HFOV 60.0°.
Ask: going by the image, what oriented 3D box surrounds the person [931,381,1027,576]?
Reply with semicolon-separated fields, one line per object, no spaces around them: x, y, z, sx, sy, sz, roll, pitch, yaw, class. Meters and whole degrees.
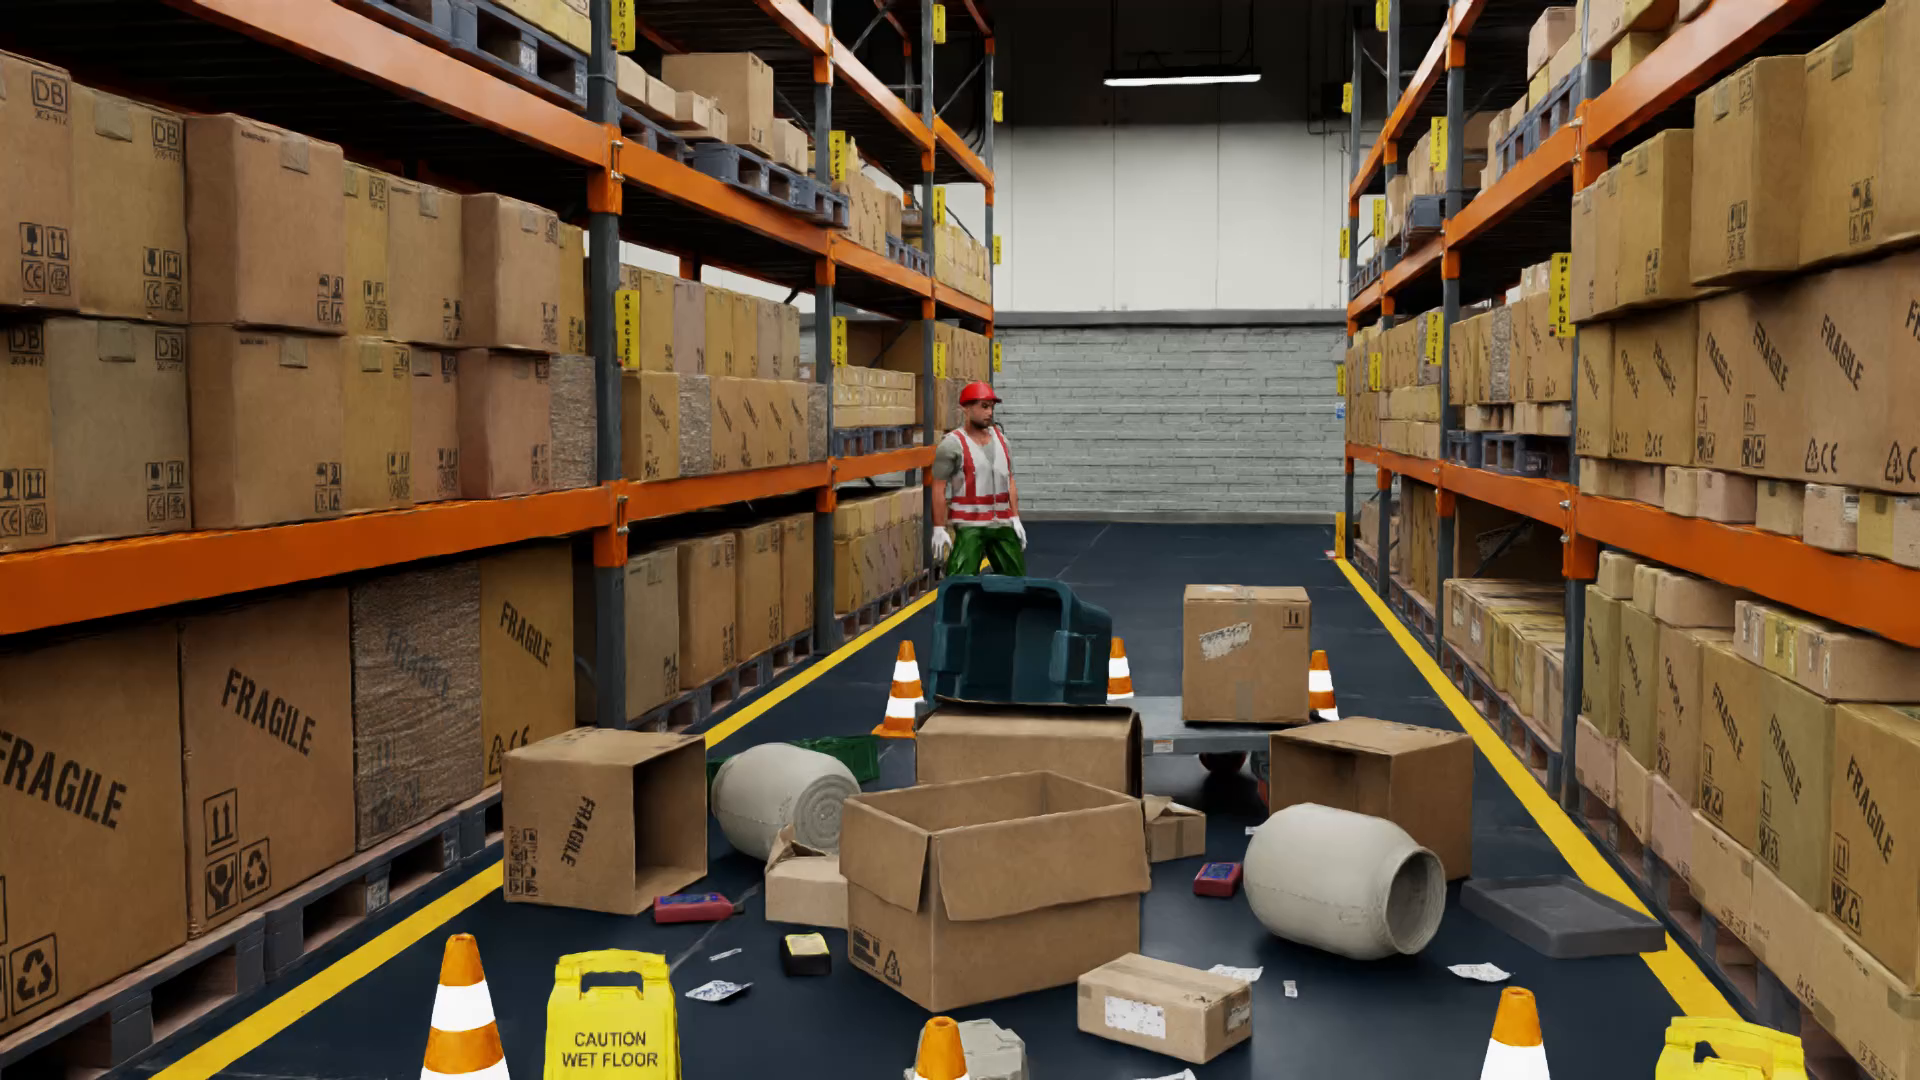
0.065;-0.066;10.058;0.654;1.782;0.633;-3;5;-35;person
